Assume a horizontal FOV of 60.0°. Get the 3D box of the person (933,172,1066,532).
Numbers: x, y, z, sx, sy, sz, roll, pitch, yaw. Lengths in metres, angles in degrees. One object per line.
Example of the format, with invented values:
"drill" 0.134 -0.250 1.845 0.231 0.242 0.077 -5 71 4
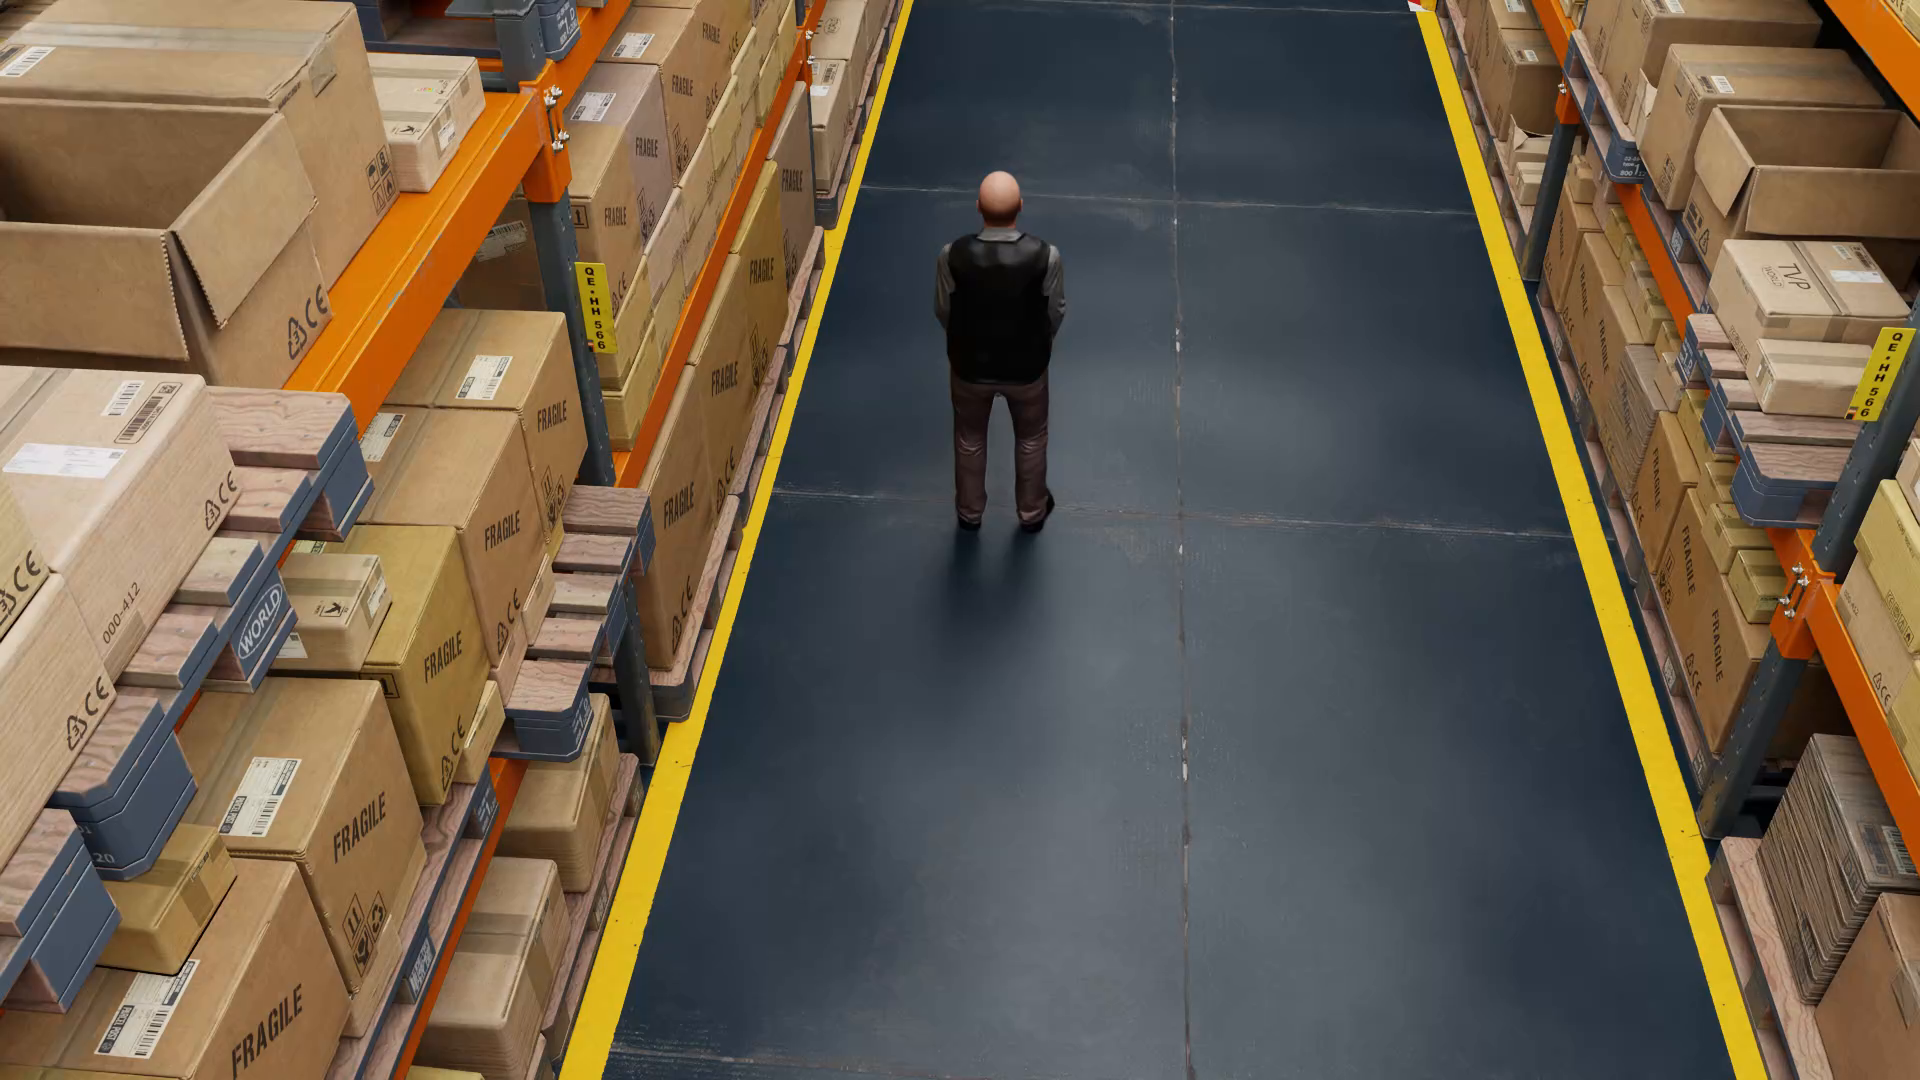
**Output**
"person" 0.165 -0.766 7.090 0.551 1.727 0.446 2 40 3
